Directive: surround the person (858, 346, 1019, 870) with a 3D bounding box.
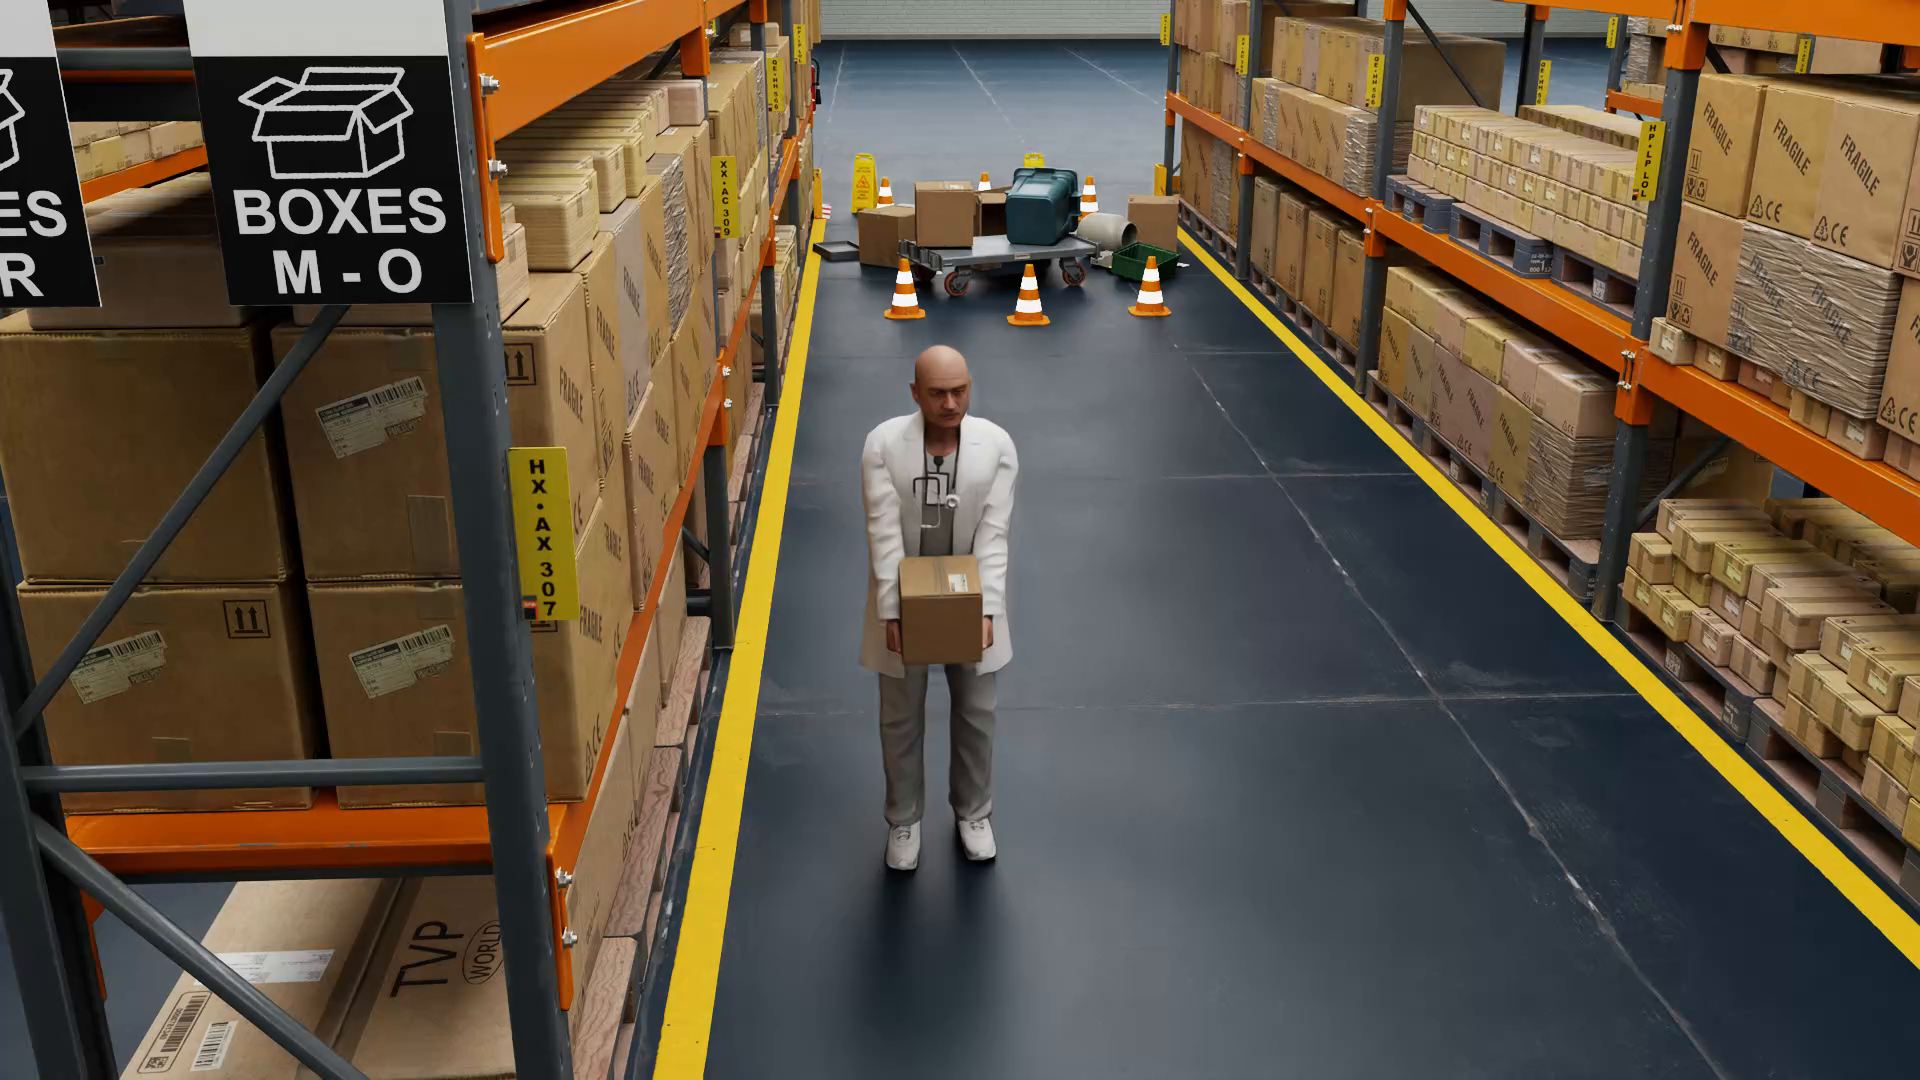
[{"bbox_3d":[-0.072,0.243,5.448,0.527,1.774,0.573,-2,20,-4],"label":"person"}]
